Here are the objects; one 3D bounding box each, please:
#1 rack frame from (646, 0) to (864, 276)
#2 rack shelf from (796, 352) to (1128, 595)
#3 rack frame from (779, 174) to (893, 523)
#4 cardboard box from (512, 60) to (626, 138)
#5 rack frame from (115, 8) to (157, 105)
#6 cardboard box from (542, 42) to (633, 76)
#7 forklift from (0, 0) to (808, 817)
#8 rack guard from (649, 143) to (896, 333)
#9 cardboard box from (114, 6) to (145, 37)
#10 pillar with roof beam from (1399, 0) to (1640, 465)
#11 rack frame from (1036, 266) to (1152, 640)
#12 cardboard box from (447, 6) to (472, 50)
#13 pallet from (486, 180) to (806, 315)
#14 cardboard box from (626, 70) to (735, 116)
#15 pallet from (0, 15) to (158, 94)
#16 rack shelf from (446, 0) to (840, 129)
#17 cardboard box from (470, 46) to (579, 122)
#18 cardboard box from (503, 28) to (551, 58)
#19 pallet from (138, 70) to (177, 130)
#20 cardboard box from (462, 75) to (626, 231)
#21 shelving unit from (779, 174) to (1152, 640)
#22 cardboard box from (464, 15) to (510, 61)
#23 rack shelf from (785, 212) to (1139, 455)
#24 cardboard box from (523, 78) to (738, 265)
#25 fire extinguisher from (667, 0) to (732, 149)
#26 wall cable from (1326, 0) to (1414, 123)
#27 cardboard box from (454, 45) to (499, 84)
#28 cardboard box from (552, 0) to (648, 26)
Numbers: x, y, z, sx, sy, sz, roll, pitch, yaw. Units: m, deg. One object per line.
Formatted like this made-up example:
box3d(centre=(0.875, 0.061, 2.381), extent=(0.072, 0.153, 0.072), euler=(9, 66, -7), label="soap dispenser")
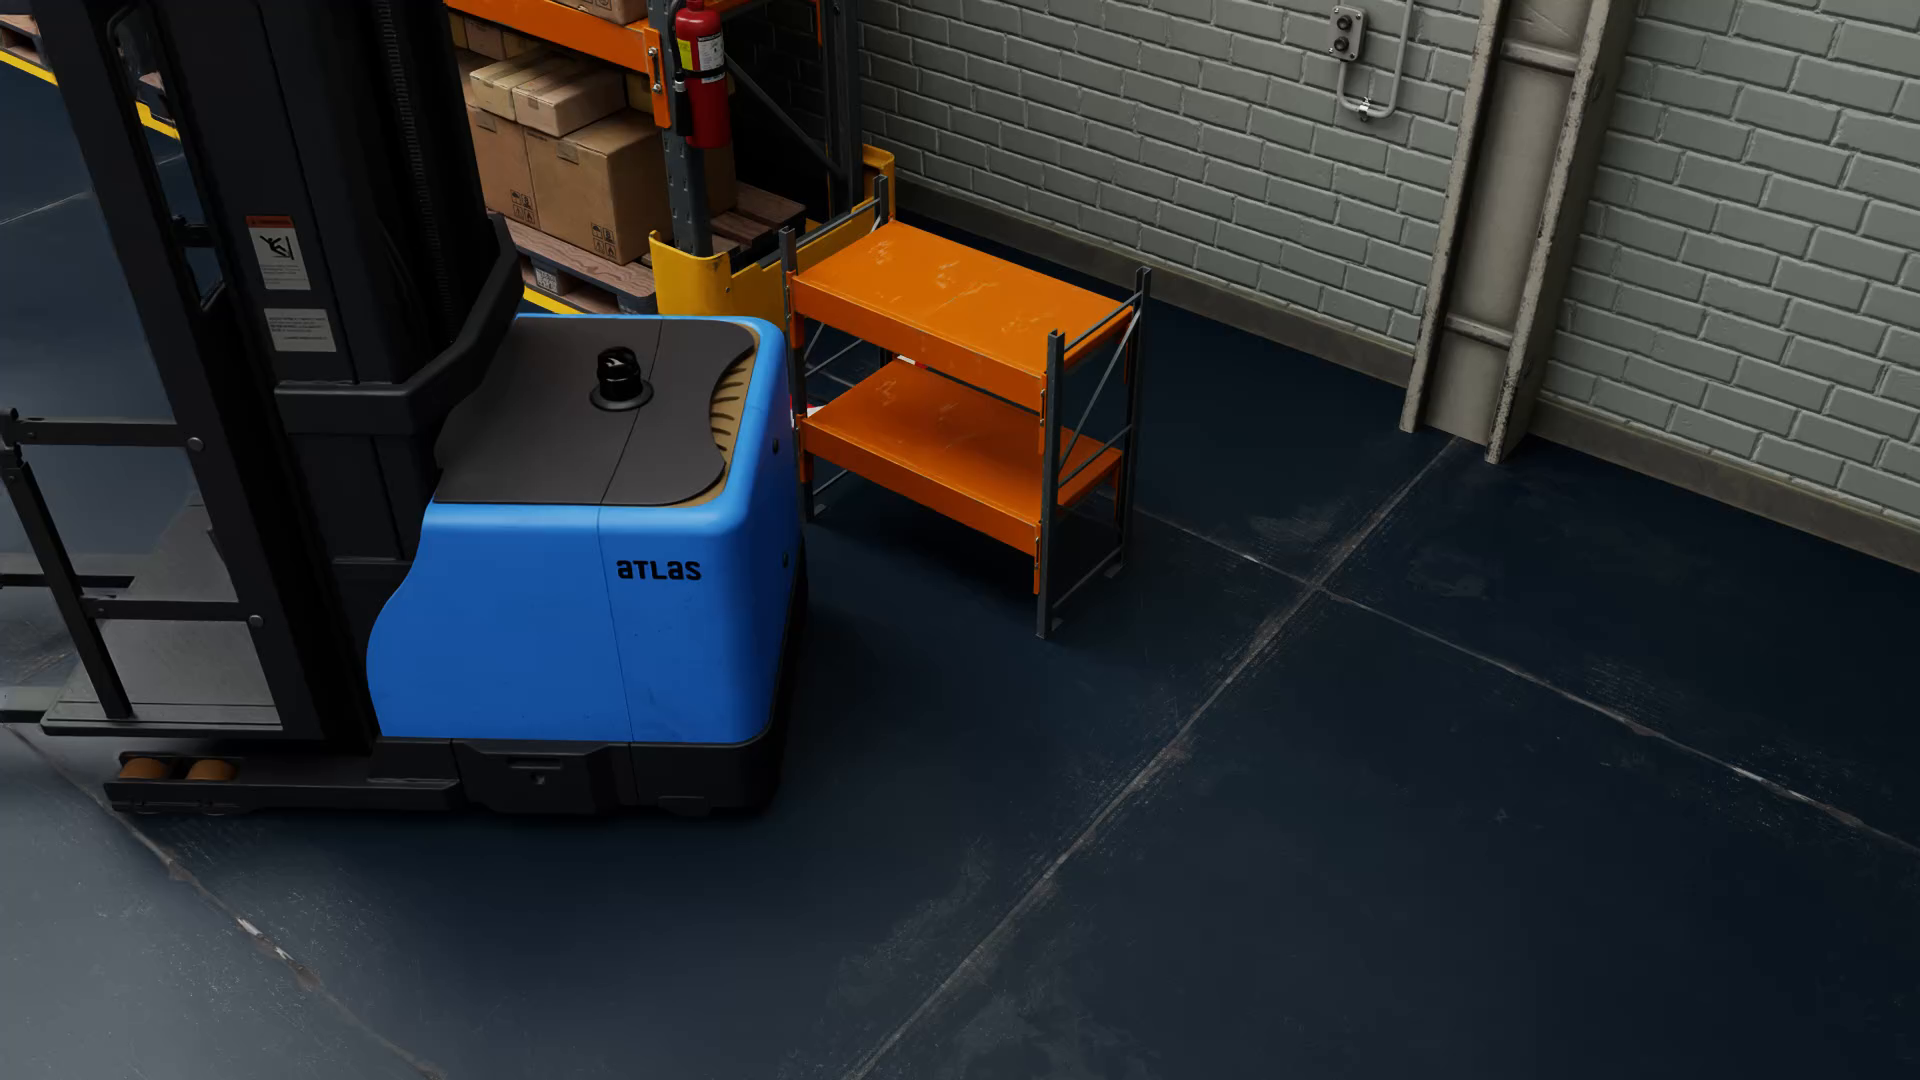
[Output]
box3d(centre=(-0.760, -2.192, 6.117), extent=(0.127, 3.000, 1.000), euler=(25, 45, 29), label="rack frame")
box3d(centre=(0.005, -0.248, 5.551), extent=(1.000, 0.278, 0.538), euler=(25, 45, 29), label="rack shelf")
box3d(centre=(-0.398, -0.631, 5.643), extent=(0.032, 1.125, 0.500), euler=(25, 45, 29), label="rack frame")
box3d(centre=(-1.590, -1.801, 6.778), extent=(0.250, 0.149, 0.380), euler=(25, 44, 28), label="cardboard box")
box3d(centre=(-3.938, -3.690, 8.030), extent=(0.127, 3.000, 1.000), euler=(25, 45, 29), label="rack frame")
box3d(centre=(-1.559, -2.082, 7.137), extent=(0.250, 0.149, 0.380), euler=(25, 45, 29), label="cardboard box")
box3d(centre=(-2.021, -0.693, 4.257), extent=(3.031, 2.935, 1.130), euler=(1, 38, 1), label="forklift")
box3d(centre=(-0.741, -1.199, 6.876), extent=(0.348, 0.500, 1.175), euler=(25, 45, 29), label="rack guard")
box3d(centre=(-4.533, -3.189, 8.793), extent=(0.750, 0.750, 0.750), euler=(26, 45, 29), label="cardboard box")
box3d(centre=(-0.706, -1.859, 0.825), extent=(0.400, 9.000, 9.100), euler=(25, 45, 29), label="pillar with roof beam")
box3d(centre=(0.409, -0.250, 5.157), extent=(0.032, 1.125, 0.500), euler=(25, 45, 29), label="rack frame")
box3d(centre=(-2.164, -2.367, 7.501), extent=(0.250, 0.149, 0.380), euler=(26, 45, 29), label="cardboard box")
box3d(centre=(-1.443, -1.355, 7.310), extent=(1.213, 0.211, 1.003), euler=(25, 45, 29), label="pallet")
box3d(centre=(-1.156, -1.893, 6.896), extent=(0.250, 0.149, 0.380), euler=(26, 45, 29), label="cardboard box")
box3d(centre=(-4.596, -2.844, 9.212), extent=(1.213, 0.211, 1.003), euler=(25, 45, 29), label="pallet")
box3d(centre=(-2.349, -2.658, 7.295), extent=(4.000, 0.370, 1.077), euler=(25, 45, 29), label="rack shelf")
box3d(centre=(-1.793, -1.896, 6.900), extent=(0.250, 0.149, 0.380), euler=(26, 45, 30), label="cardboard box")
box3d(centre=(-1.758, -2.176, 7.257), extent=(0.250, 0.149, 0.380), euler=(26, 45, 29), label="cardboard box")
box3d(centre=(-3.381, -2.269, 8.477), extent=(1.213, 0.211, 1.003), euler=(25, 45, 29), label="pallet")
box3d(centre=(-1.775, -1.774, 7.270), extent=(0.500, 0.500, 0.700), euler=(25, 45, 28), label="cardboard box")
box3d(centre=(0.005, -0.440, 5.400), extent=(1.048, 1.125, 0.538), euler=(25, 45, 29), label="shelving unit")
box3d(centre=(-1.960, -2.271, 7.379), extent=(0.250, 0.149, 0.380), euler=(26, 45, 29), label="cardboard box")
box3d(centre=(0.005, -0.671, 5.220), extent=(1.000, 0.278, 0.538), euler=(25, 45, 29), label="rack shelf")
box3d(centre=(-1.377, -1.587, 7.030), extent=(0.500, 0.500, 0.700), euler=(25, 45, 29), label="cardboard box")
box3d(centre=(-0.921, -1.733, 5.895), extent=(0.183, 0.674, 0.296), euler=(25, 45, 29), label="fire extinguisher")
box3d(centre=(0.831, -2.576, 5.783), extent=(1.851, 1.984, 0.084), euler=(25, 45, 29), label="wall cable")
box3d(centre=(-2.175, -1.962, 7.510), extent=(0.500, 0.500, 0.700), euler=(24, 44, 27), label="cardboard box")
box3d(centre=(-1.172, -2.497, 6.262), extent=(0.700, 0.700, 0.980), euler=(27, 46, 30), label="cardboard box")
